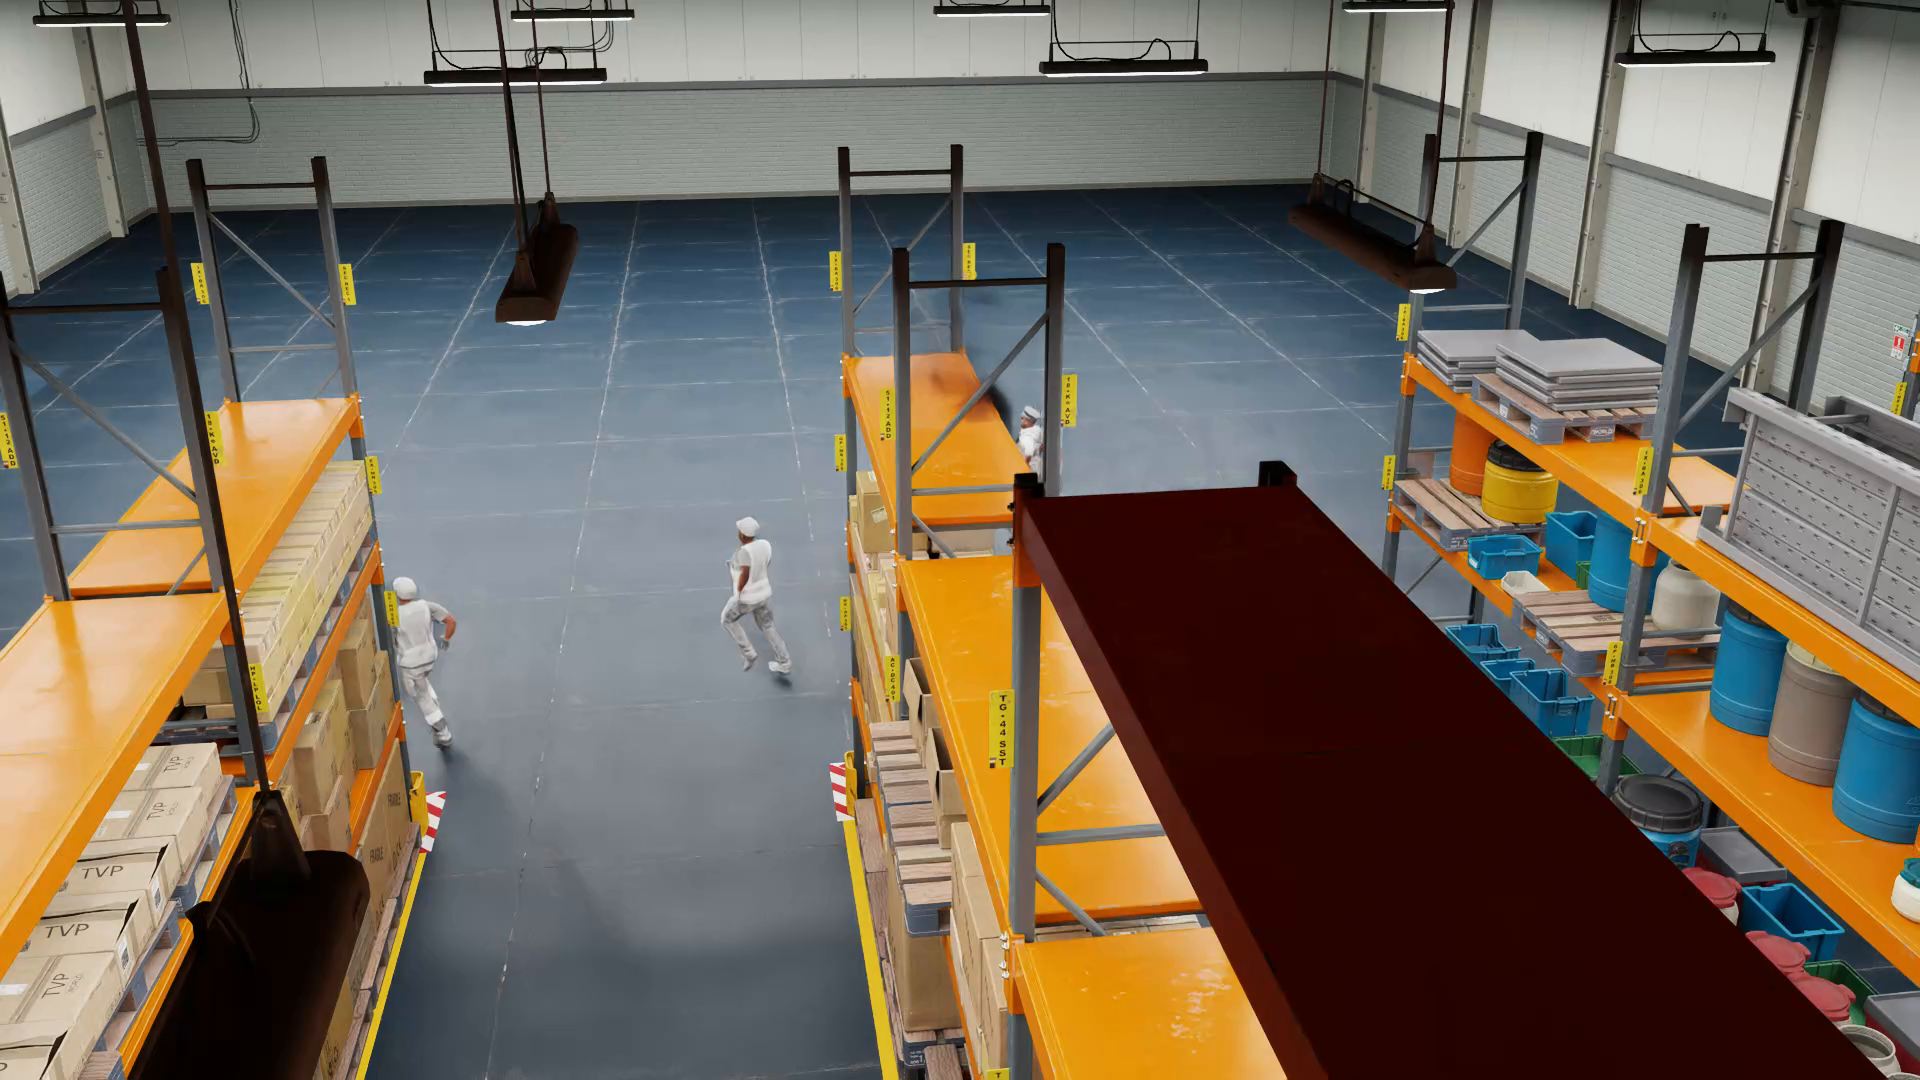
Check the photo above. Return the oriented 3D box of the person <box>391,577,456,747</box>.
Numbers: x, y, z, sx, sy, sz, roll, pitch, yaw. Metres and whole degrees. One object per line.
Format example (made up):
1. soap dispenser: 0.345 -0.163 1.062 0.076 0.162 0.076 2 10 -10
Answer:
1. person: -5.288 1.198 16.215 0.673 1.797 0.649 17 27 37

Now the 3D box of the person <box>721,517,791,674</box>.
1. person: -2.237 0.607 17.684 0.859 1.767 0.704 15 26 34

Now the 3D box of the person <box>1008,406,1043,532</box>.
1. person: 0.869 -0.905 21.597 0.591 1.730 0.678 6 22 15
